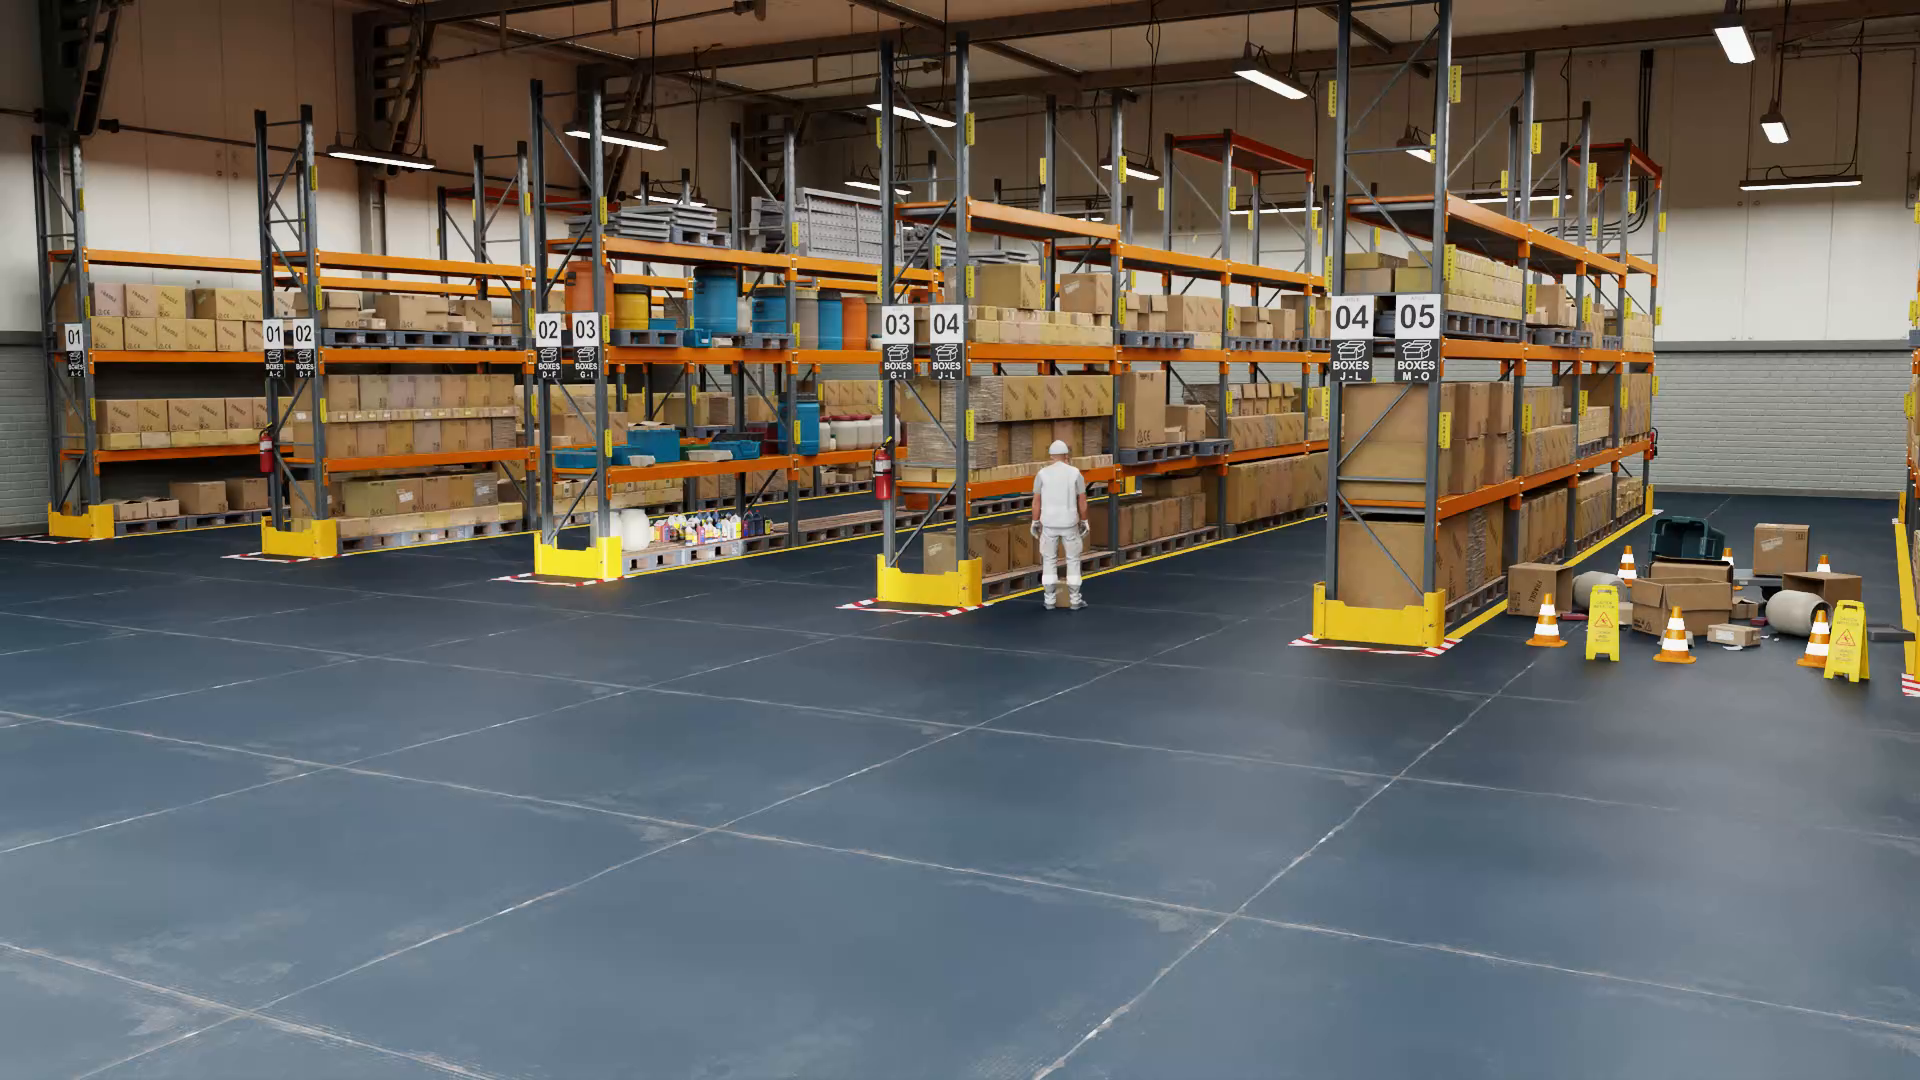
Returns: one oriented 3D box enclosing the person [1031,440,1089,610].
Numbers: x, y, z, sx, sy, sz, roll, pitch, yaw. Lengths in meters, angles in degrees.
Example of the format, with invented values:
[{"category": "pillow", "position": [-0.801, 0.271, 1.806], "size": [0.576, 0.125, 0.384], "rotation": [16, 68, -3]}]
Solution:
[{"category": "person", "position": [1.056, -0.161, 17.569], "size": [0.623, 1.781, 0.446], "rotation": [1, 6, 7]}]
